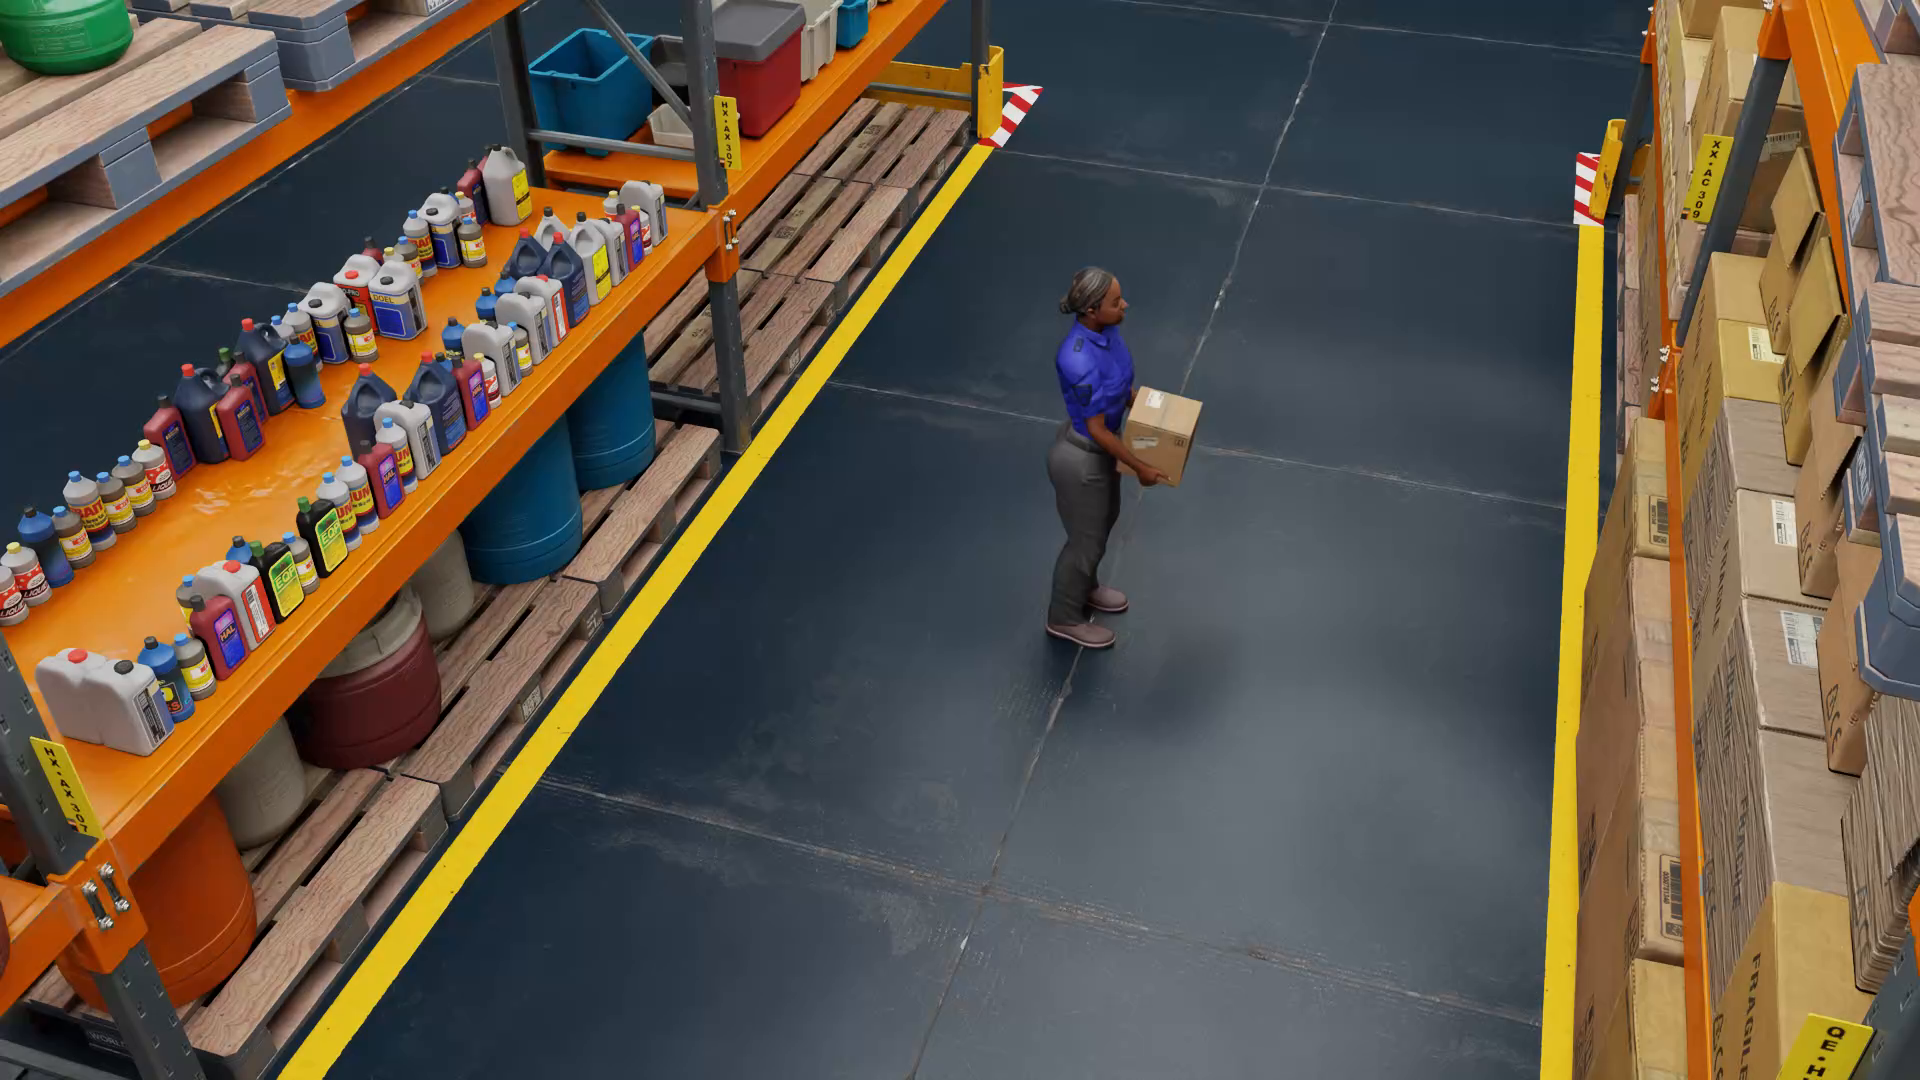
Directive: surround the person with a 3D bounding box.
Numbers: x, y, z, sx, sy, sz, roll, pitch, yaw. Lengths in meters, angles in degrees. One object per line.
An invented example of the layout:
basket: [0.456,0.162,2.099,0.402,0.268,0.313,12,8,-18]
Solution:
person: [0.607,-0.309,6.569,0.503,1.656,0.441,11,39,14]
